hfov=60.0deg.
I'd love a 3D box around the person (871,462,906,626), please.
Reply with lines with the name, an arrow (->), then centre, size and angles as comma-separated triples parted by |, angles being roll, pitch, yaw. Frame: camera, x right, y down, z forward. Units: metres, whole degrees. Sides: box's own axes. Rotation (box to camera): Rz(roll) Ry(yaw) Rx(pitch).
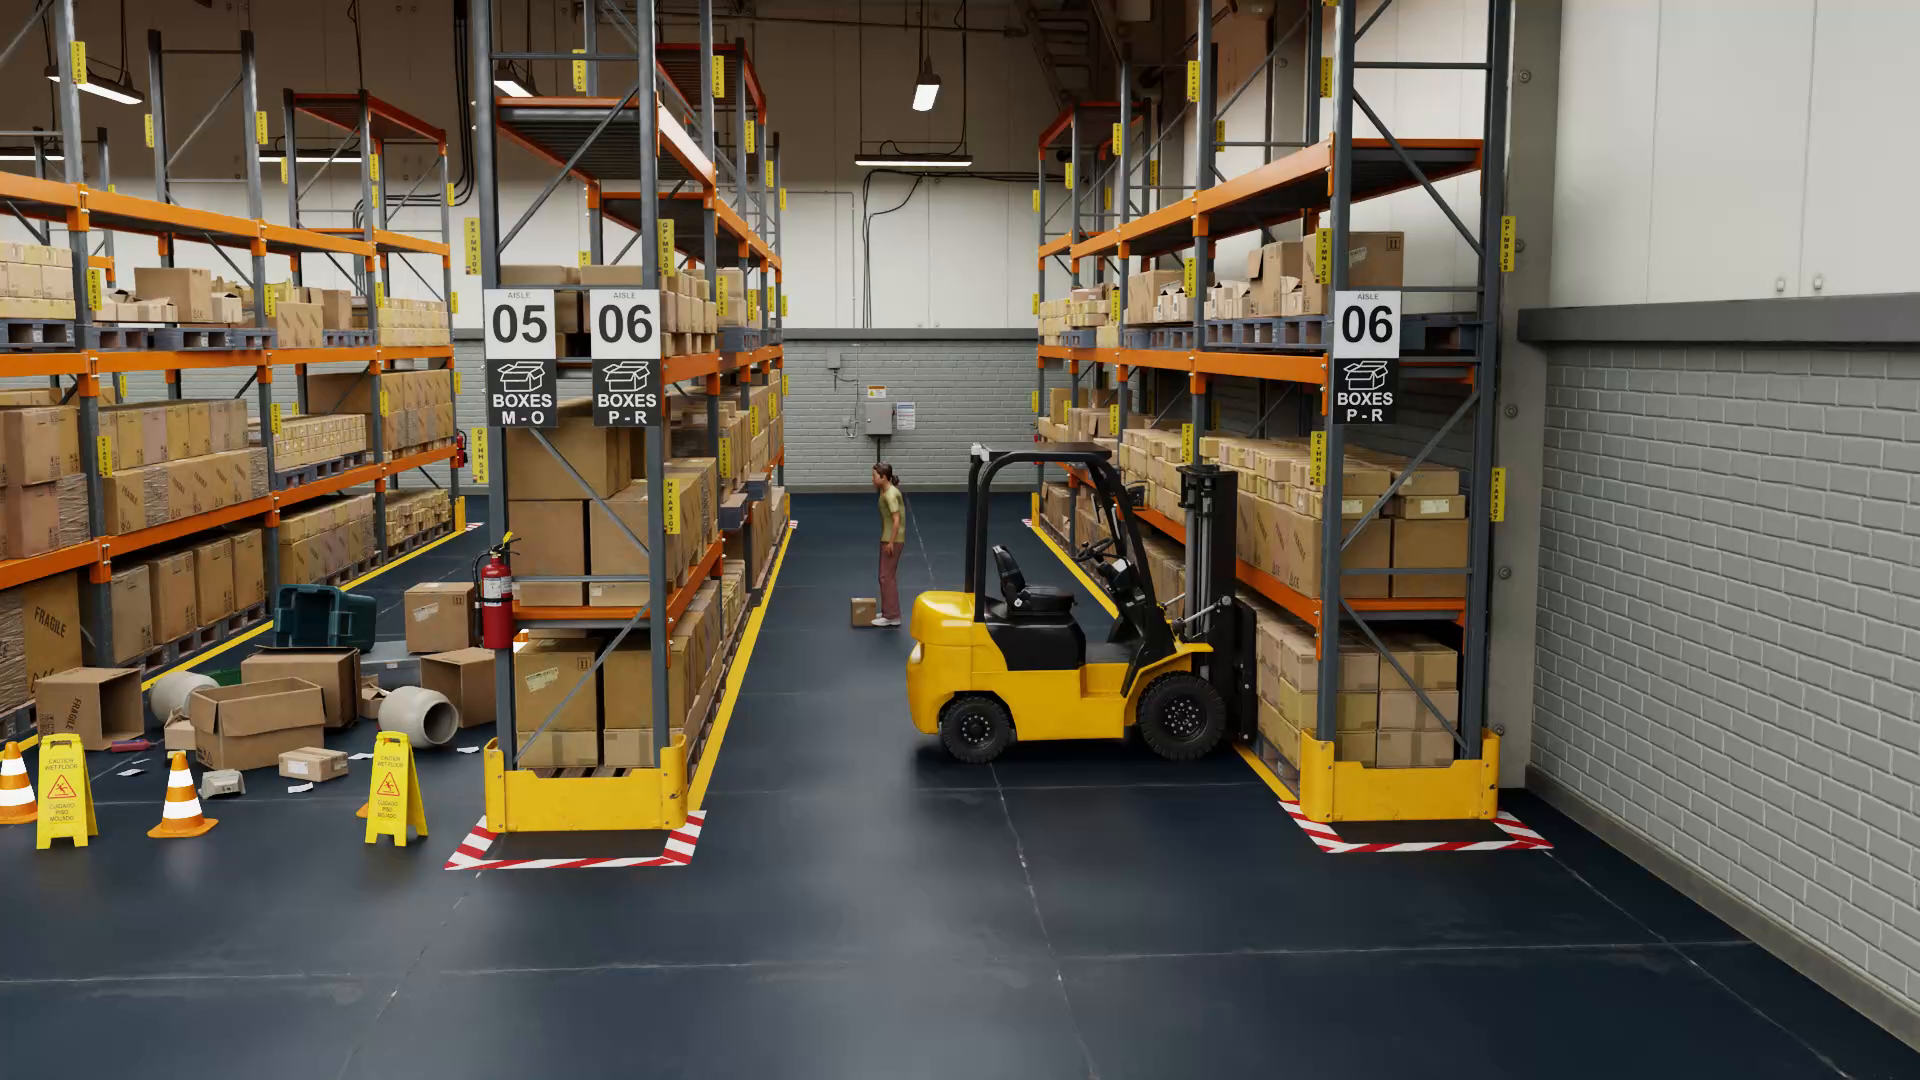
person -> -0.741, 0.031, 17.007 | 0.366, 1.671, 0.521 | -1, 7, -7
